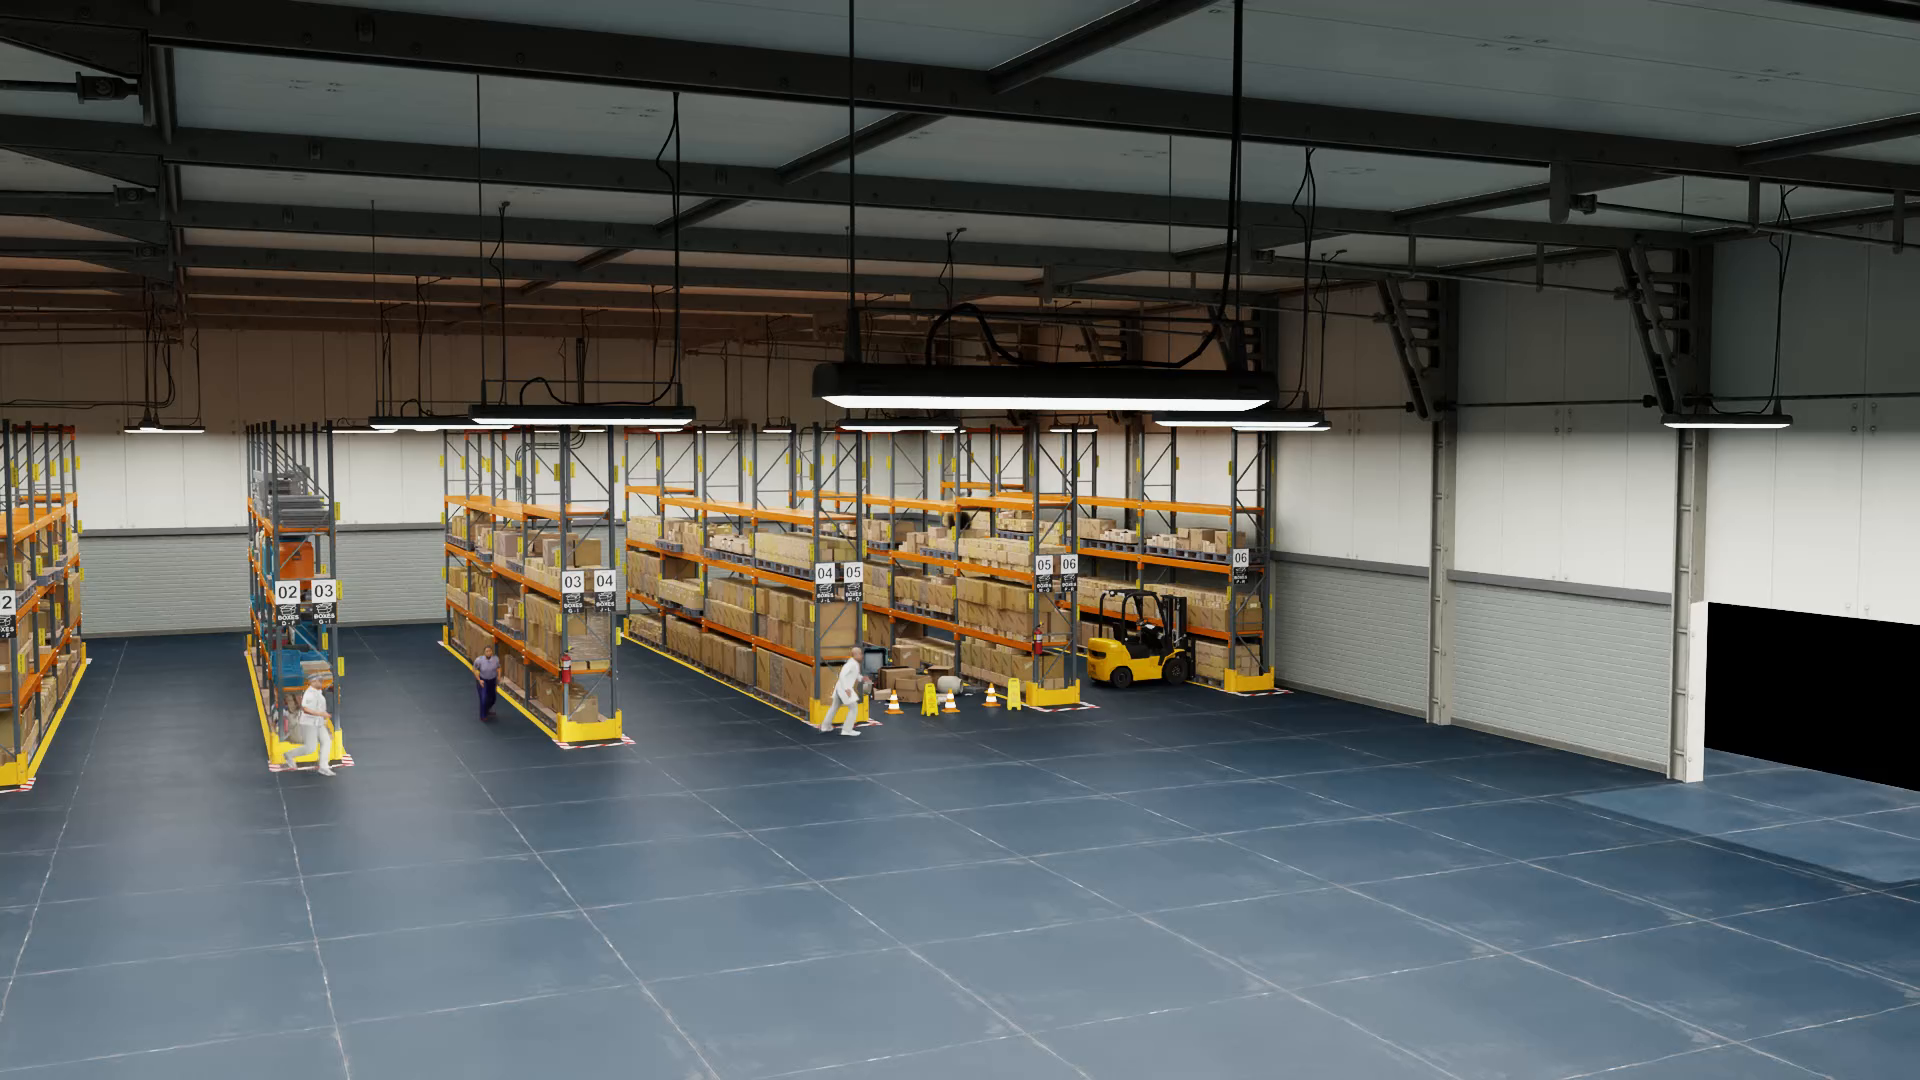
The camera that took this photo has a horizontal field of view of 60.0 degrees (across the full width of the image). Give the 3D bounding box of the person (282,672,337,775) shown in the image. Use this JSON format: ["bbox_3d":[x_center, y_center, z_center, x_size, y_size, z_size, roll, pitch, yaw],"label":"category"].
[{"bbox_3d":[-10.989,3.117,28.089,0.897,1.791,0.677,0,4,0],"label":"person"}]

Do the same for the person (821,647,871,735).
[{"bbox_3d":[-2.180,2.891,31.879,0.958,1.704,0.765,-1,4,-12],"label":"person"}]

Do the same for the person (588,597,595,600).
[{"bbox_3d":[-10.521,1.939,47.334,0.576,1.707,0.788,0,4,-6],"label":"person"}]

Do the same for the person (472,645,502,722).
[{"bbox_3d":[-9.523,2.861,33.441,0.637,1.562,0.785,-3,5,-42],"label":"person"}]
